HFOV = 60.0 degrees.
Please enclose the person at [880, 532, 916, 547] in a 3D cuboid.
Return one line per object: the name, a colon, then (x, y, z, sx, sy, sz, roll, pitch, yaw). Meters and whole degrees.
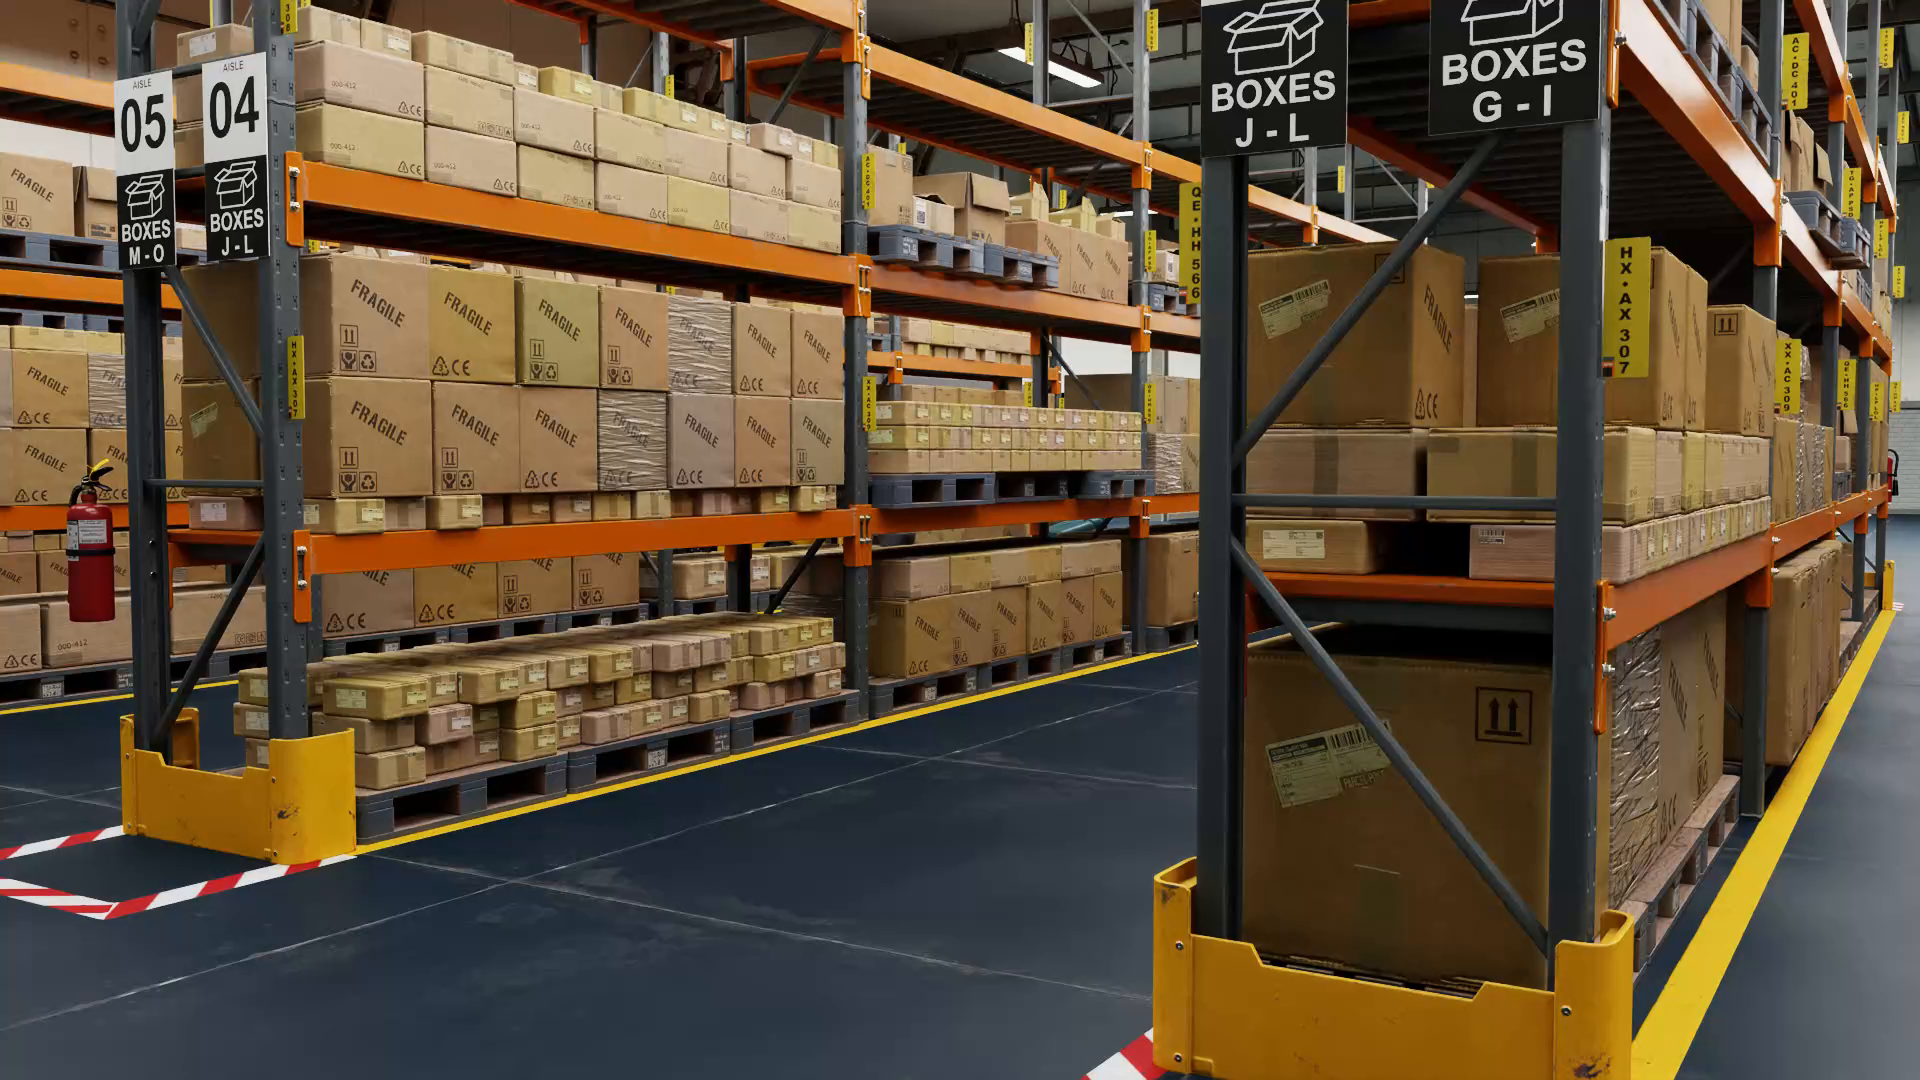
person: (-0.699, -0.048, 16.688, 0.520, 1.649, 0.451, 2, 3, 32)
